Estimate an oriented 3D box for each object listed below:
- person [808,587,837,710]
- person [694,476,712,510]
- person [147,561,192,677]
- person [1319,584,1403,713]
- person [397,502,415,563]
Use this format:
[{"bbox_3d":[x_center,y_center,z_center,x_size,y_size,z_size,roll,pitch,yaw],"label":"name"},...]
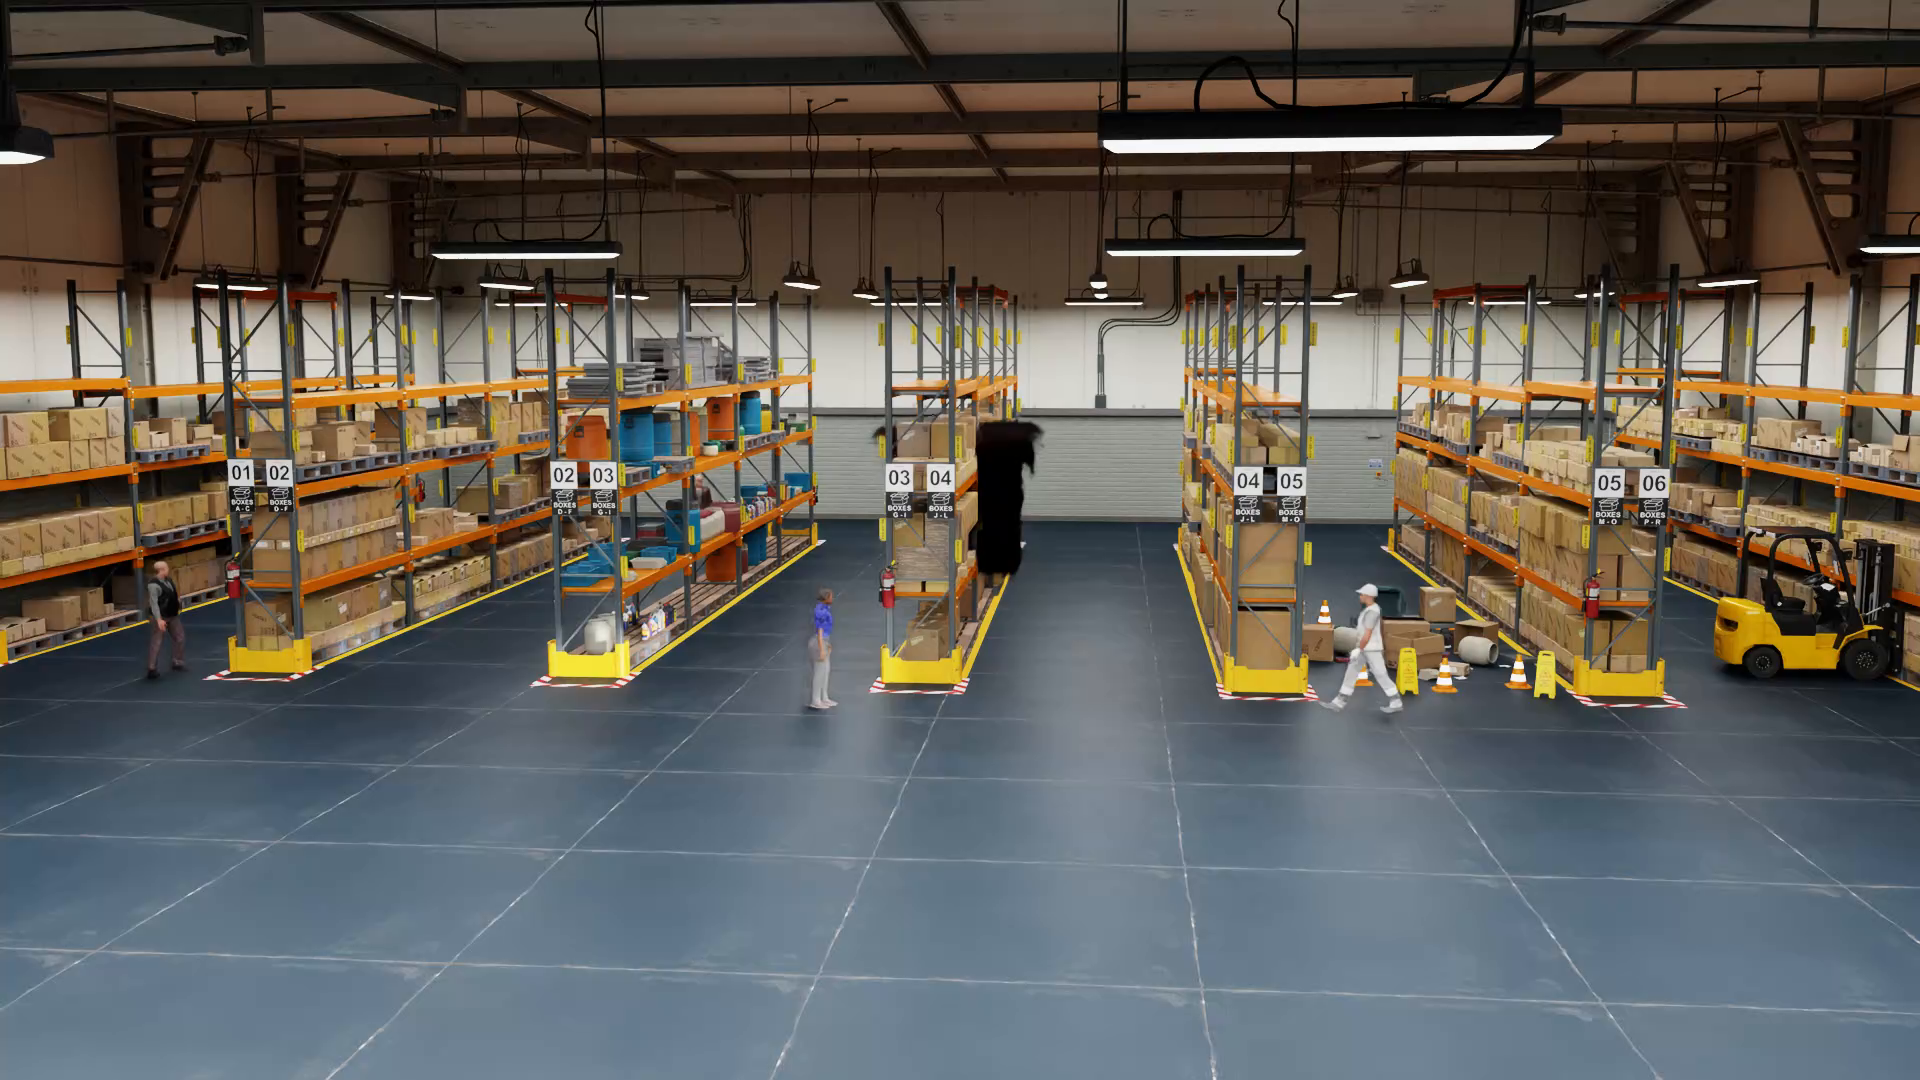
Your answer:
[{"bbox_3d":[-1.868,1.457,22.532,0.380,1.665,0.471,0,7,0],"label":"person"},{"bbox_3d":[-6.188,-0.656,39.368,0.577,1.743,1.066,1,7,6],"label":"person"},{"bbox_3d":[-11.821,1.178,24.721,0.473,1.763,0.671,1,7,12],"label":"person"},{"bbox_3d":[5.363,1.453,22.056,1.042,1.740,0.518,-1,7,-9],"label":"person"},{"bbox_3d":[-11.857,-0.106,35.676,0.398,1.556,0.823,0,7,3],"label":"person"}]
